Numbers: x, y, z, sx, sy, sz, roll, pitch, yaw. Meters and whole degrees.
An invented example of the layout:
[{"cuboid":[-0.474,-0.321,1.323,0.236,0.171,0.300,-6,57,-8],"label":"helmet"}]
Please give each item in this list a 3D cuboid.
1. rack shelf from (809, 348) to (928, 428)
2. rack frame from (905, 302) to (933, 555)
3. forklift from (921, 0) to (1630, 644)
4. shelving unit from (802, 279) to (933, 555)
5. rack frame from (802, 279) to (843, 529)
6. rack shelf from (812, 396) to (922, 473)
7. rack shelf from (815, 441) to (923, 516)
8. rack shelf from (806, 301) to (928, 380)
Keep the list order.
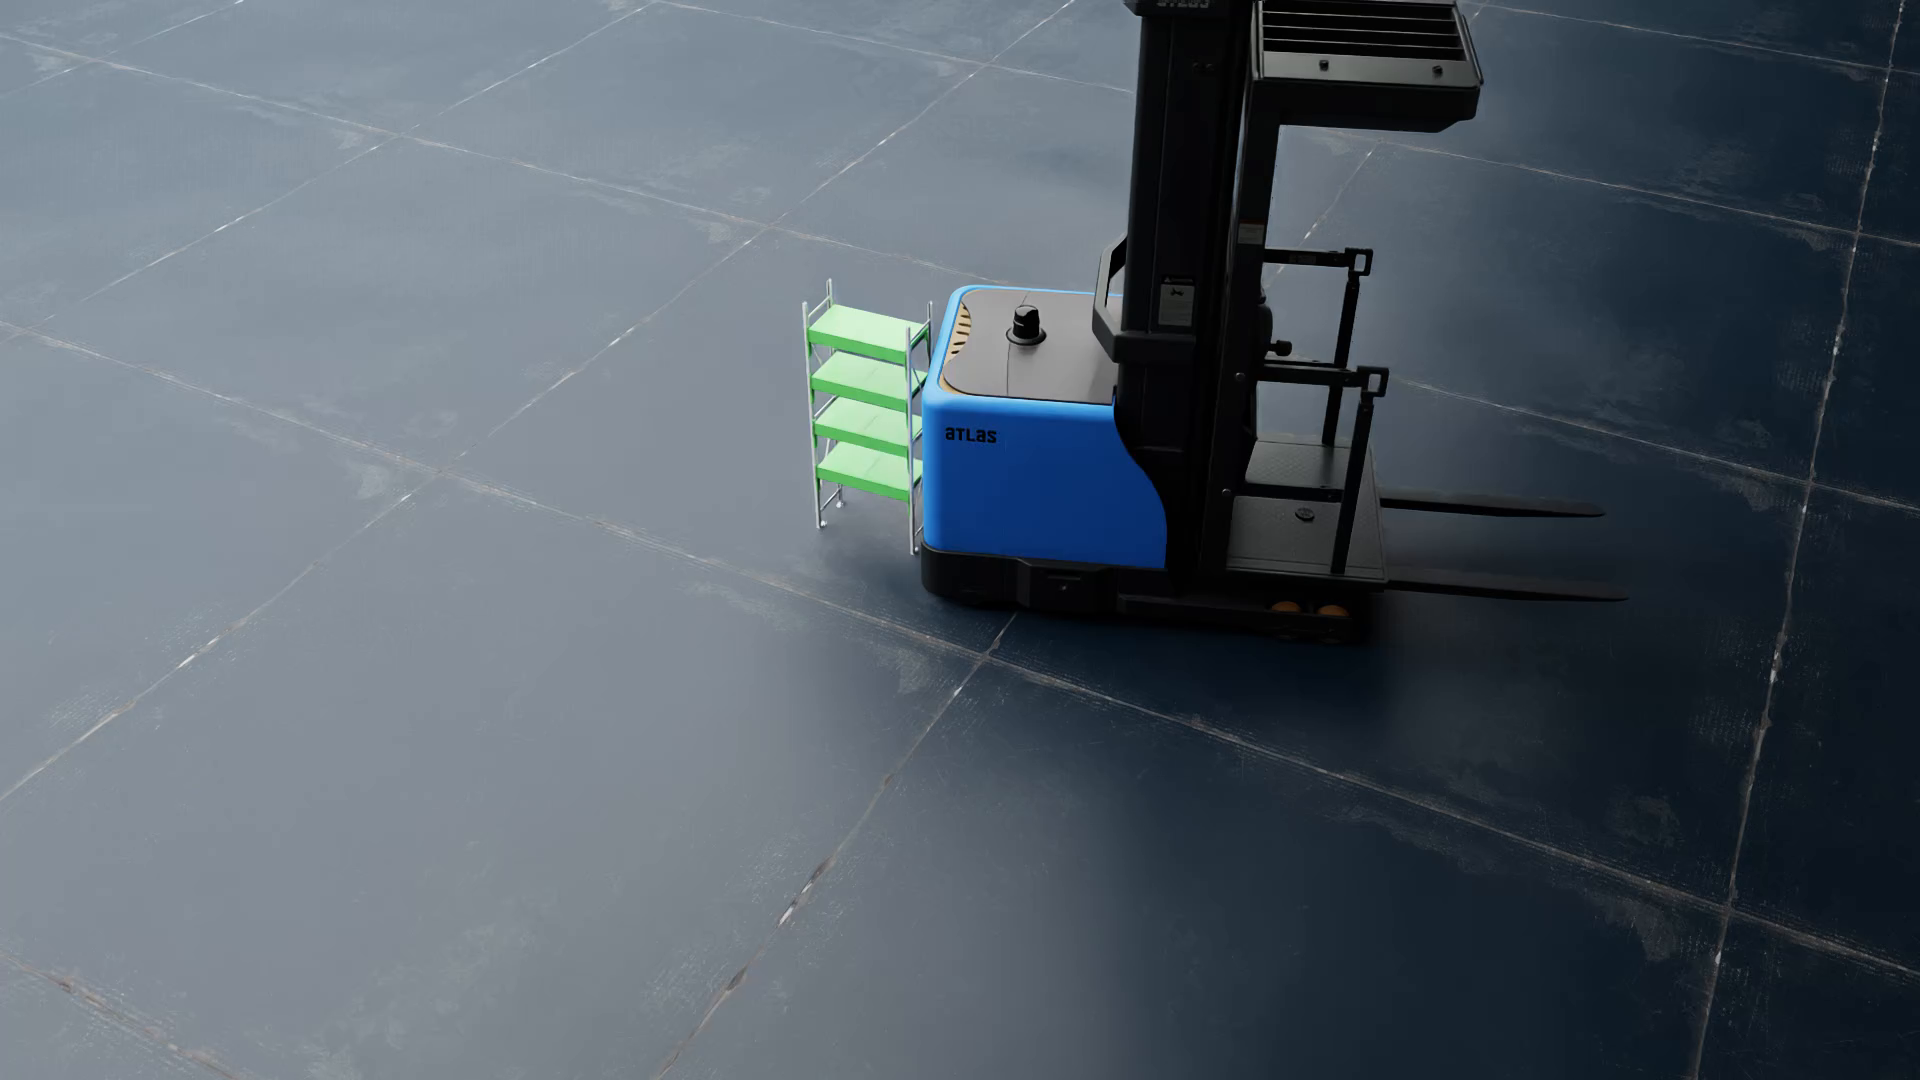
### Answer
[{"cuboid":[-0.394,-0.675,7.356,0.480,0.148,0.258,15,40,19],"label":"rack shelf"},{"cuboid":[-0.172,-0.474,7.382,0.015,1.200,0.240,15,40,19],"label":"rack frame"},{"cuboid":[1.387,-1.065,6.729,3.031,2.935,1.130,5,37,6],"label":"forklift"},{"cuboid":[-0.394,-0.535,7.463,0.503,1.200,0.258,15,40,19],"label":"shelving unit"},{"cuboid":[-0.616,-0.596,7.543,0.015,1.200,0.240,15,40,19],"label":"rack frame"},{"cuboid":[-0.394,-0.484,7.501,0.480,0.148,0.258,15,40,19],"label":"rack shelf"},{"cuboid":[-0.394,-0.293,7.646,0.480,0.148,0.258,15,40,19],"label":"rack shelf"},{"cuboid":[-0.394,-0.867,7.211,0.480,0.148,0.258,15,40,19],"label":"rack shelf"}]
